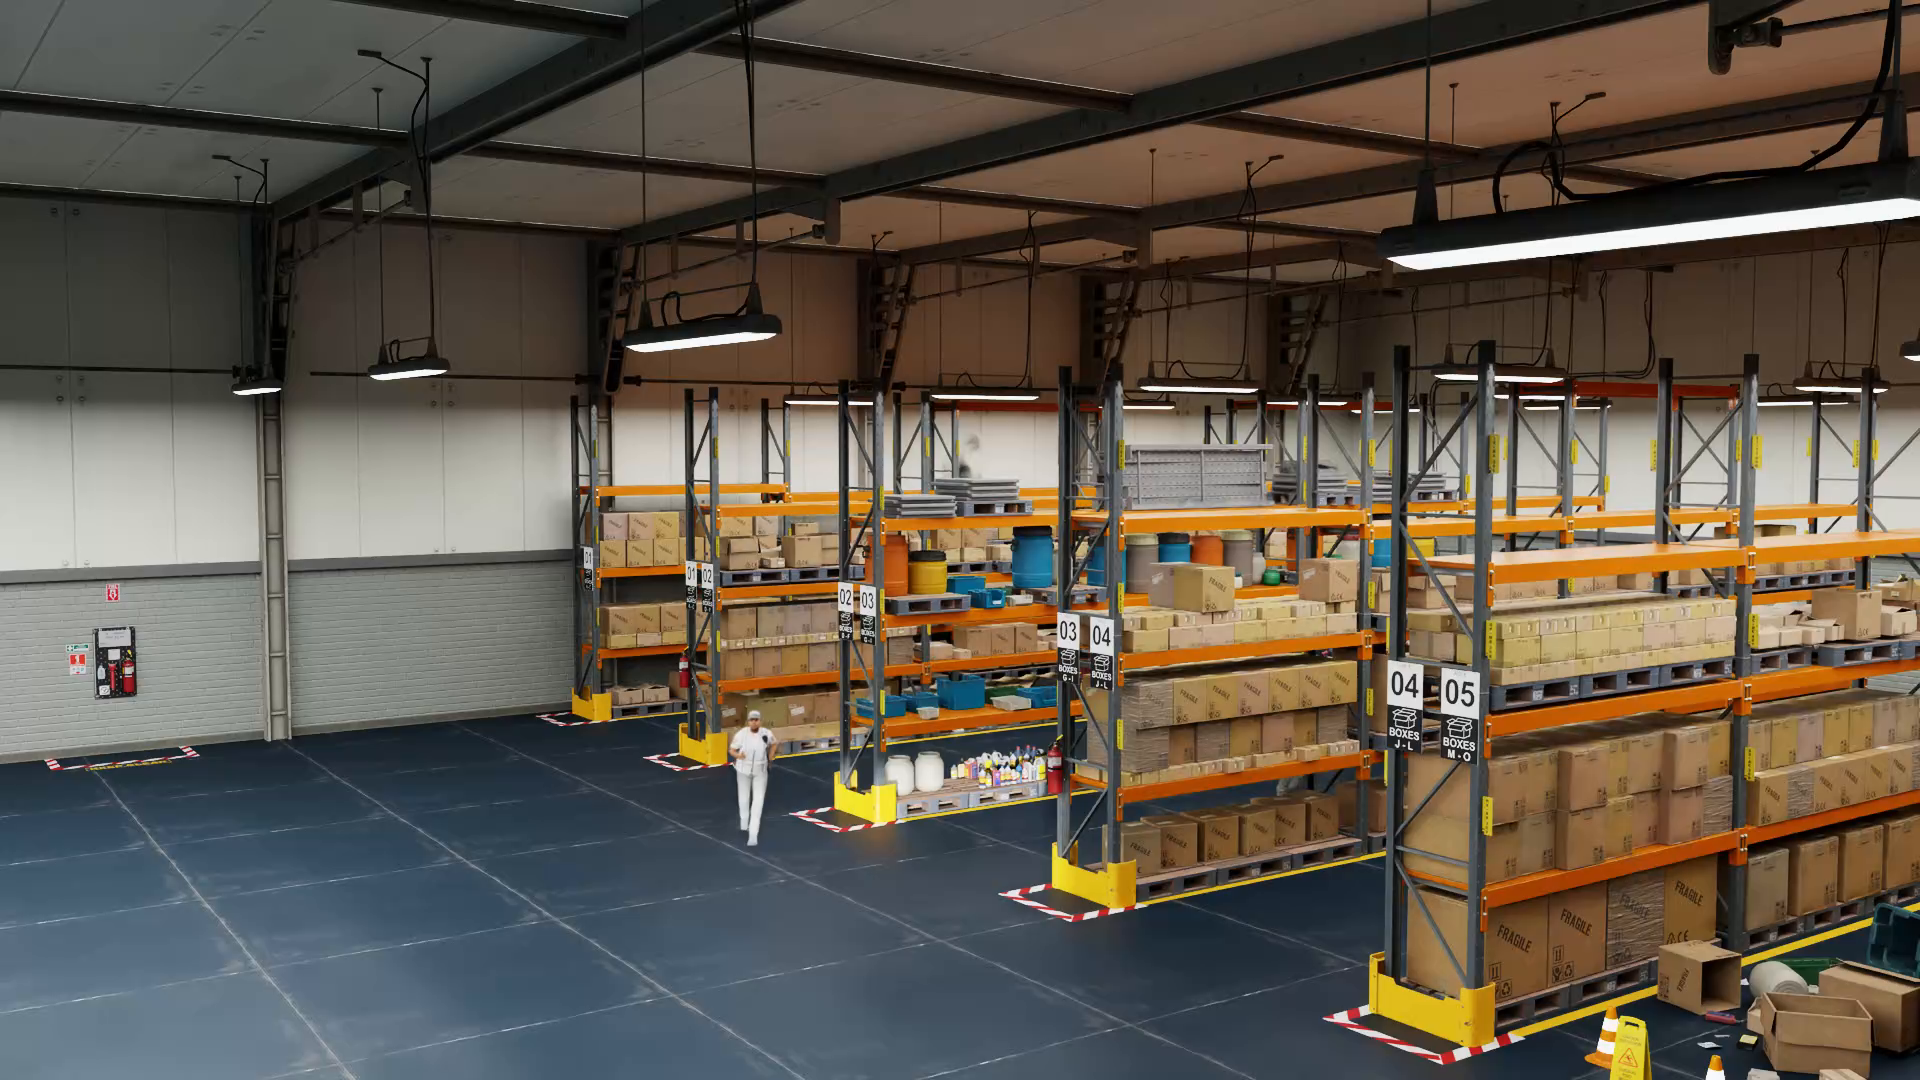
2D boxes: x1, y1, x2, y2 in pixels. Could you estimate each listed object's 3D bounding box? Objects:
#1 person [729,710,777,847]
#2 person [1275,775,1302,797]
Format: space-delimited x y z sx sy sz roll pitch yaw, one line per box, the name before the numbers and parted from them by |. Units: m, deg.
person | -2.673 3.024 21.530 0.611 1.667 0.901 0 3 -6
person | 4.746 2.837 23.936 0.953 1.806 0.665 -3 5 -43
